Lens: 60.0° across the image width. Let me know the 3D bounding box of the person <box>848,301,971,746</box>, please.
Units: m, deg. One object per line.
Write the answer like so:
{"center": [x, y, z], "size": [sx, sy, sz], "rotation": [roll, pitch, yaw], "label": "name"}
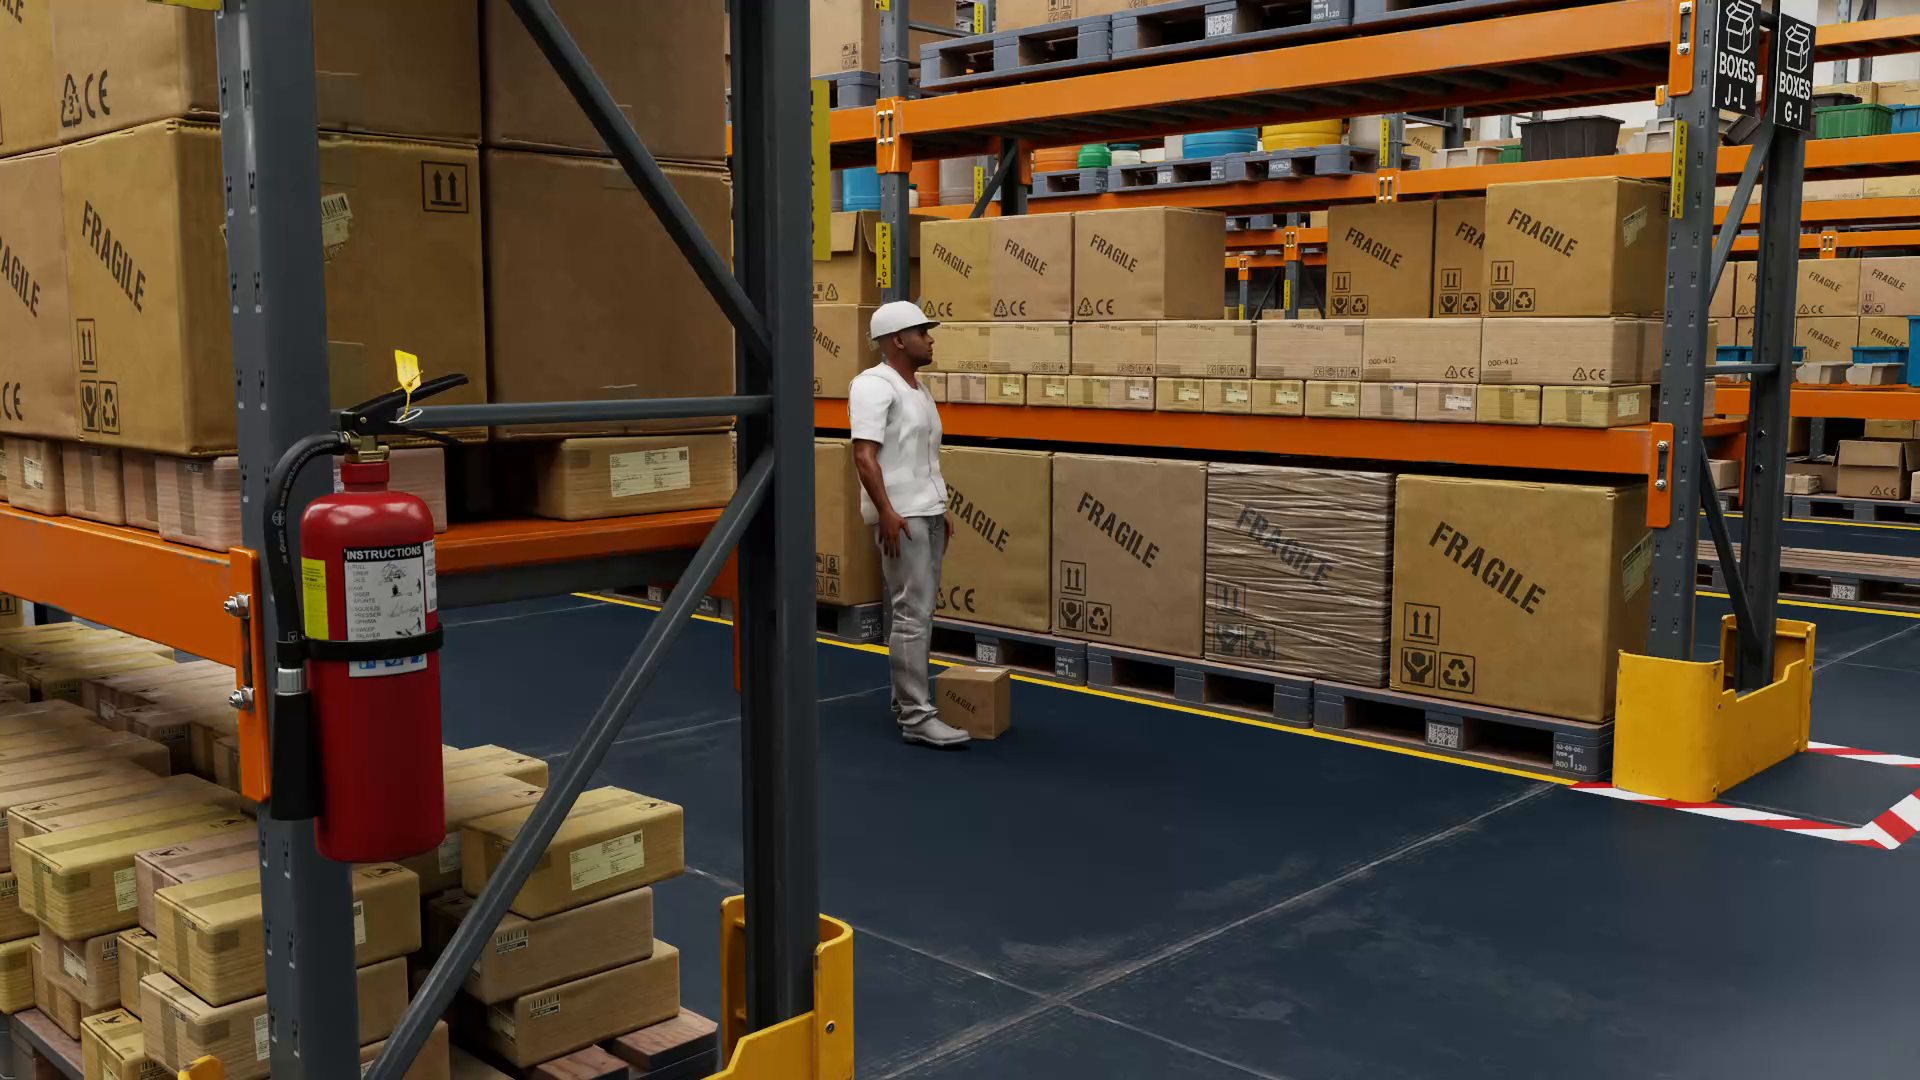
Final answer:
{"center": [-0.144, -0.091, 6.839], "size": [0.575, 1.764, 0.665], "rotation": [2, 7, 19], "label": "person"}
